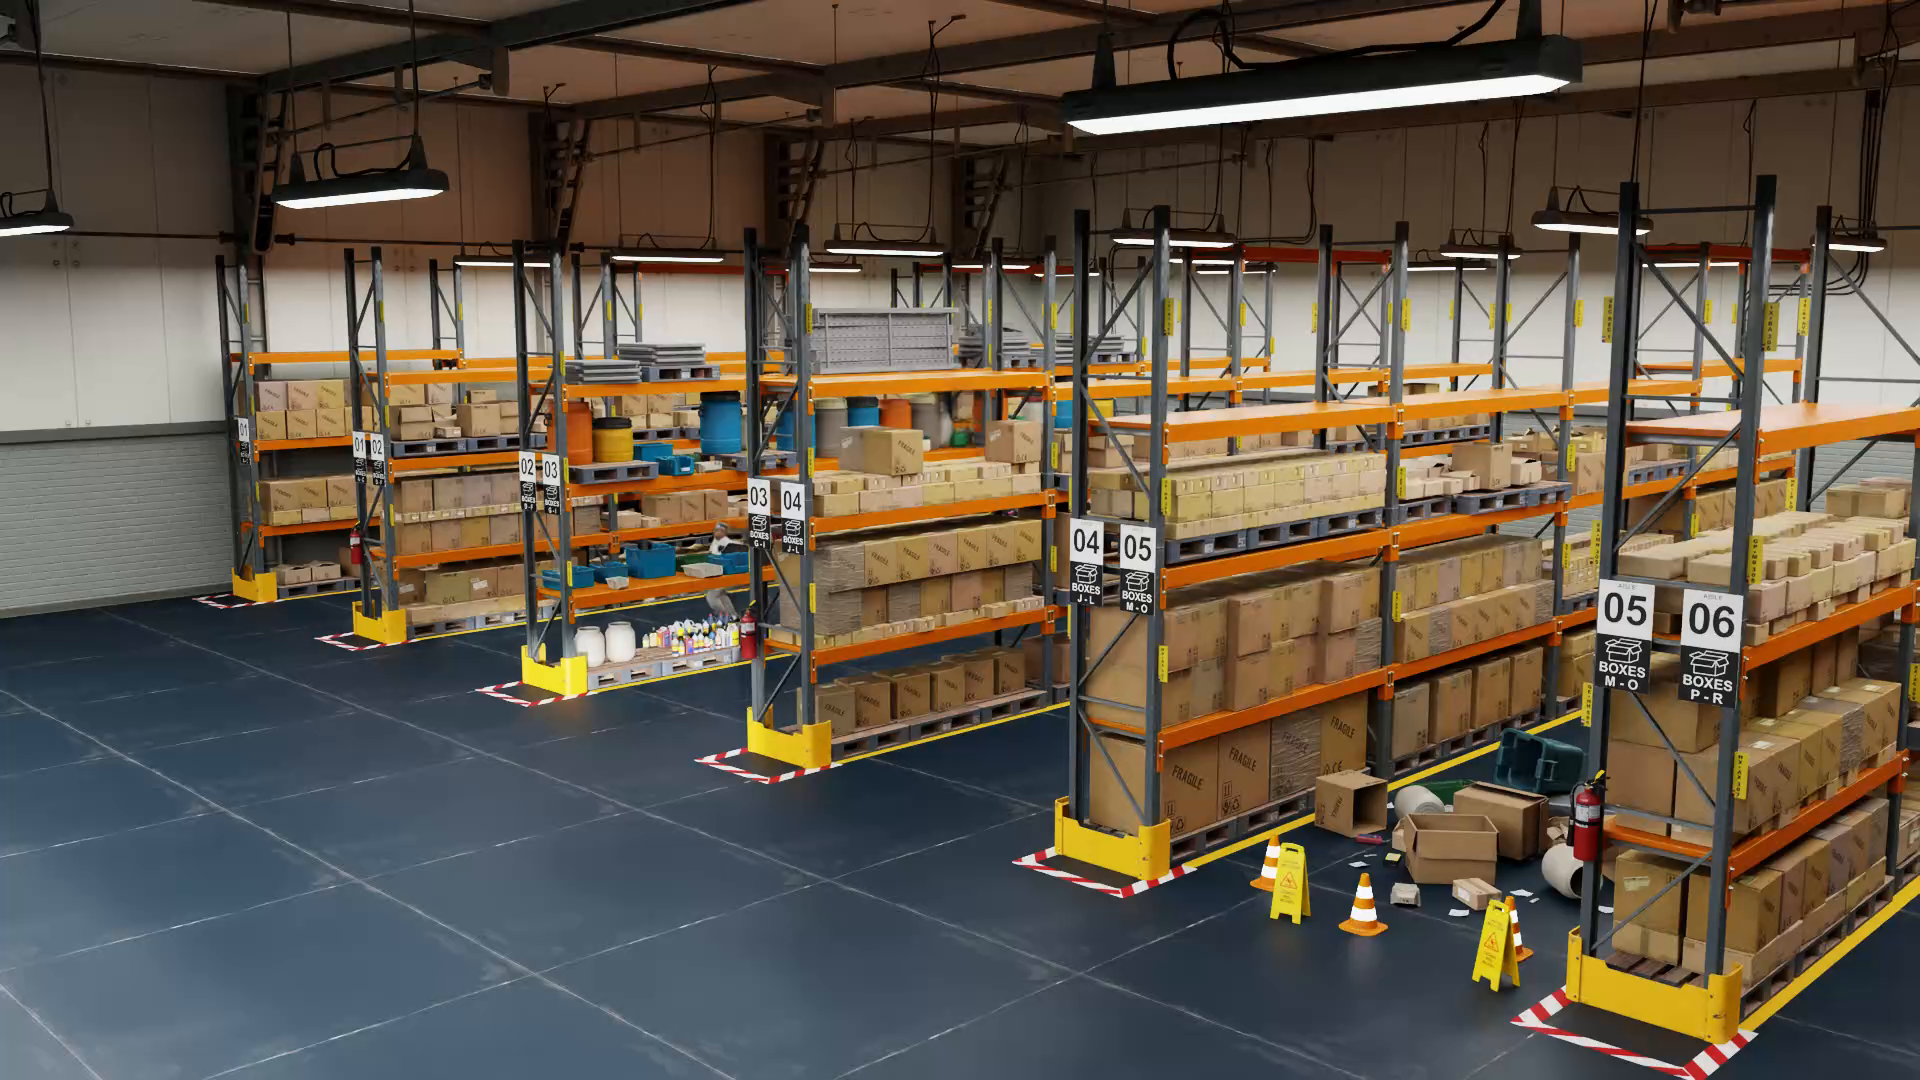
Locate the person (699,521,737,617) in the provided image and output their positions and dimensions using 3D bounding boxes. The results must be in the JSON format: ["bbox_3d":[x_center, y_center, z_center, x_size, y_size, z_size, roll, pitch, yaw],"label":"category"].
[{"bbox_3d":[-3.789,0.583,26.318,0.712,1.816,0.662,-4,9,-28],"label":"person"}]
